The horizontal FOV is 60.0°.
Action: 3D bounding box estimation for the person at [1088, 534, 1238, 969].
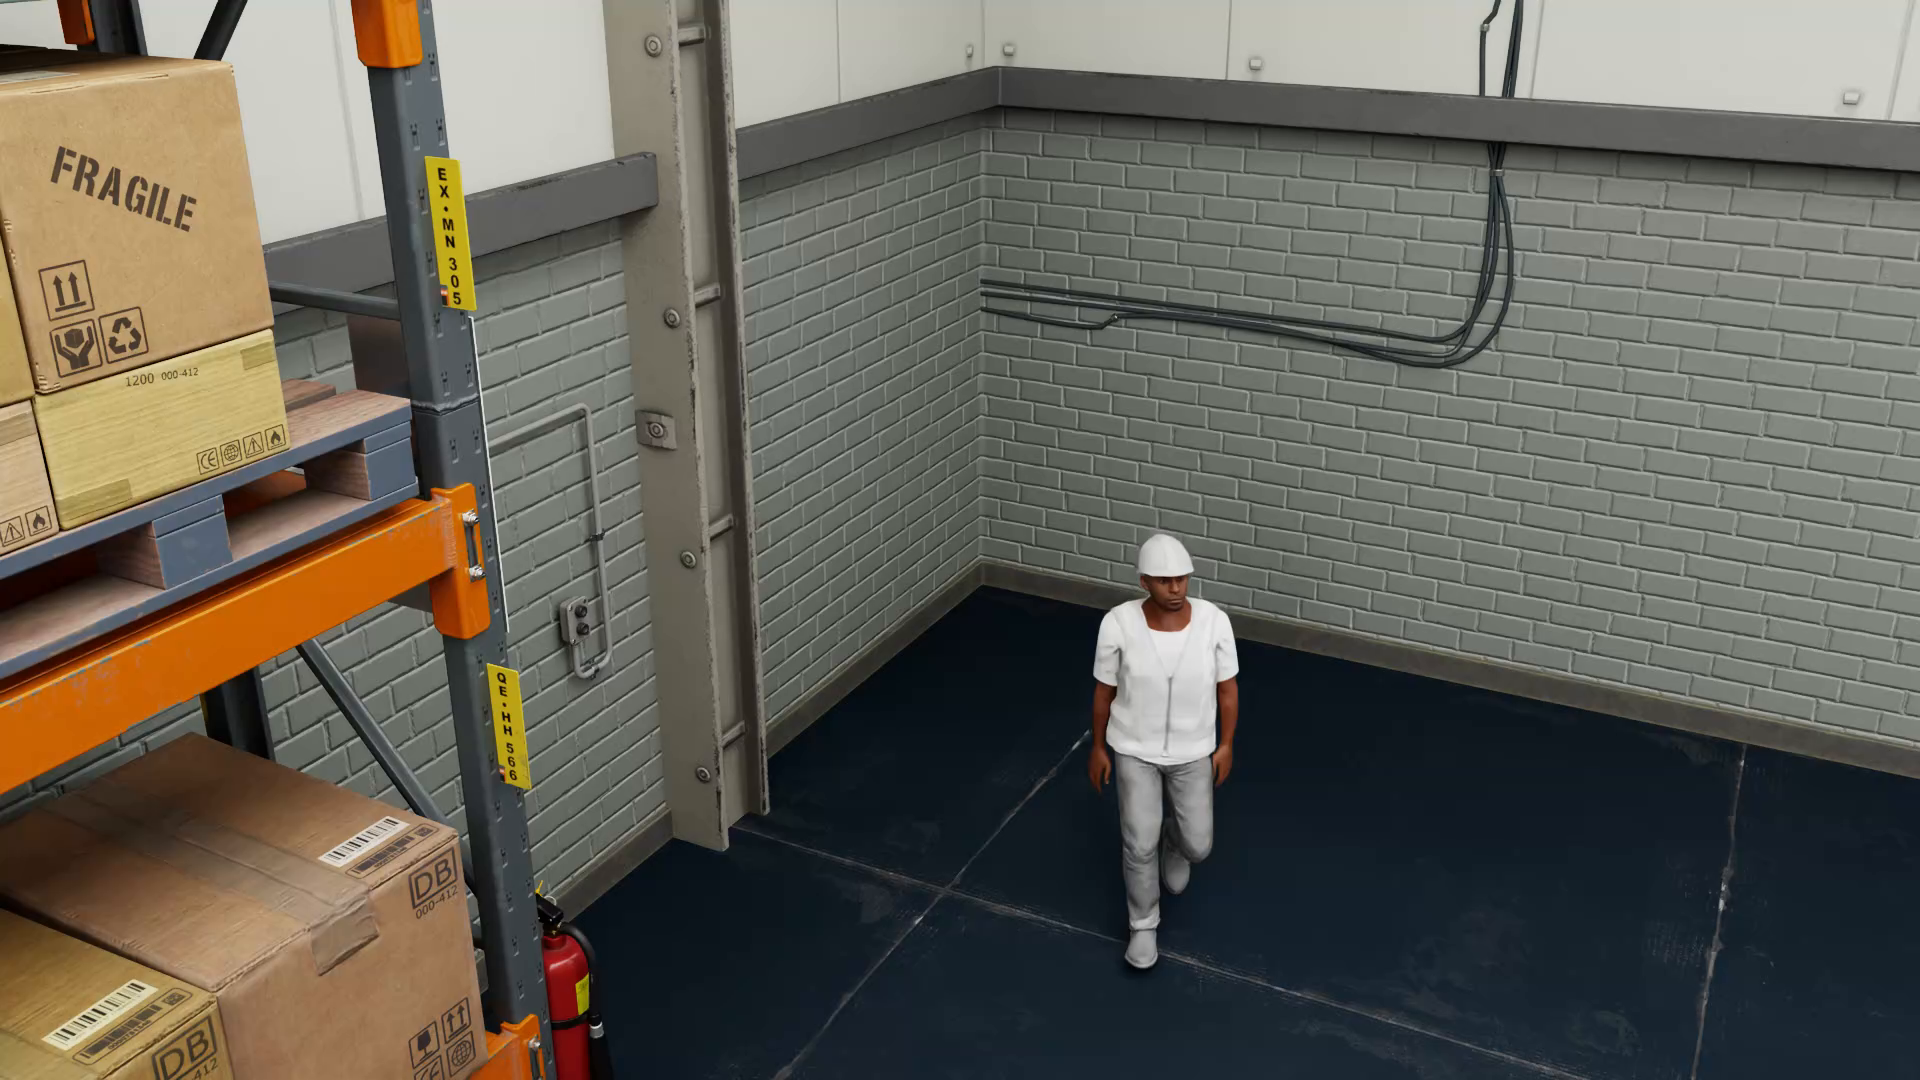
[{"bbox_3d":[0.804,0.802,6.597,0.588,1.748,0.679,0,23,0],"label":"person"}]
